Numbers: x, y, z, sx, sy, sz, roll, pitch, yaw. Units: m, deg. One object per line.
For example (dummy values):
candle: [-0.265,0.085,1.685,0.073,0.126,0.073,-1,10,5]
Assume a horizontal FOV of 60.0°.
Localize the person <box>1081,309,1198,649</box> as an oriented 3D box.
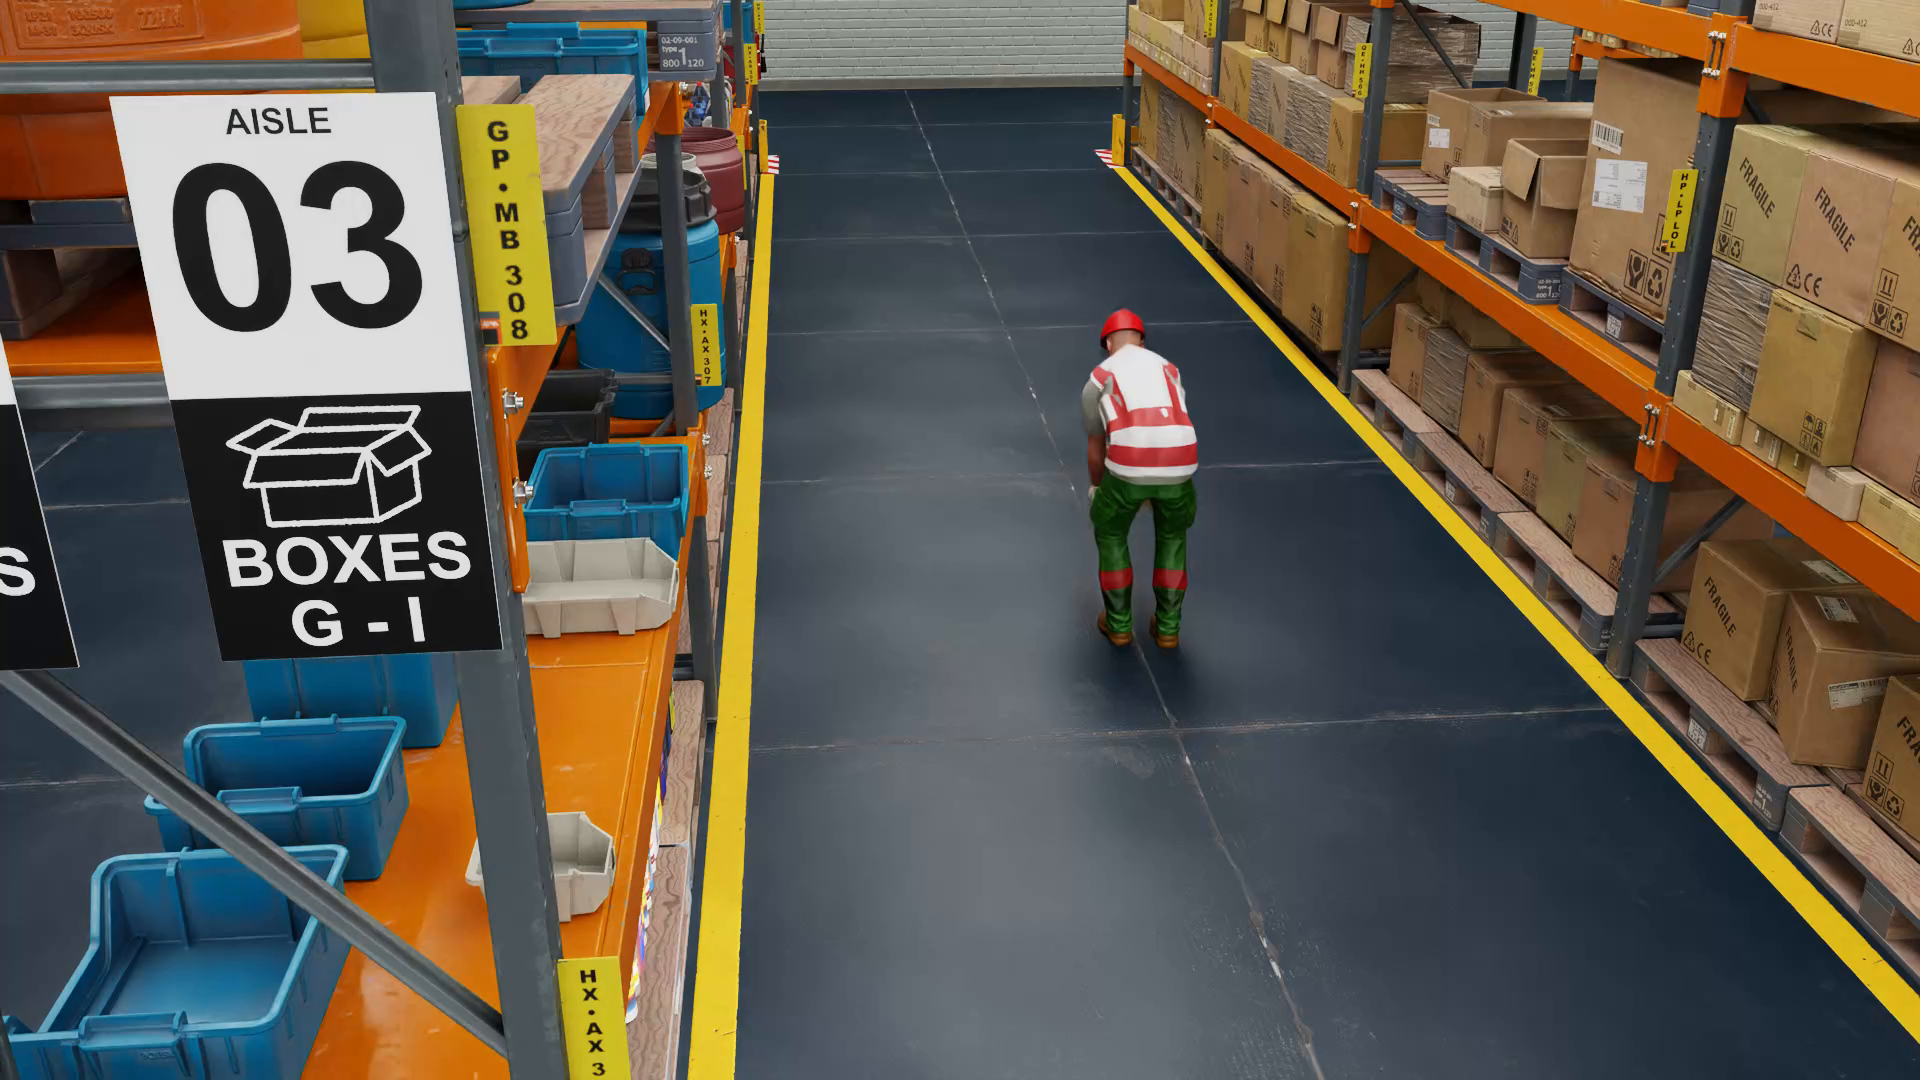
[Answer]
person: [0.806,-0.282,7.658,0.493,1.434,0.869,-3,24,-7]
